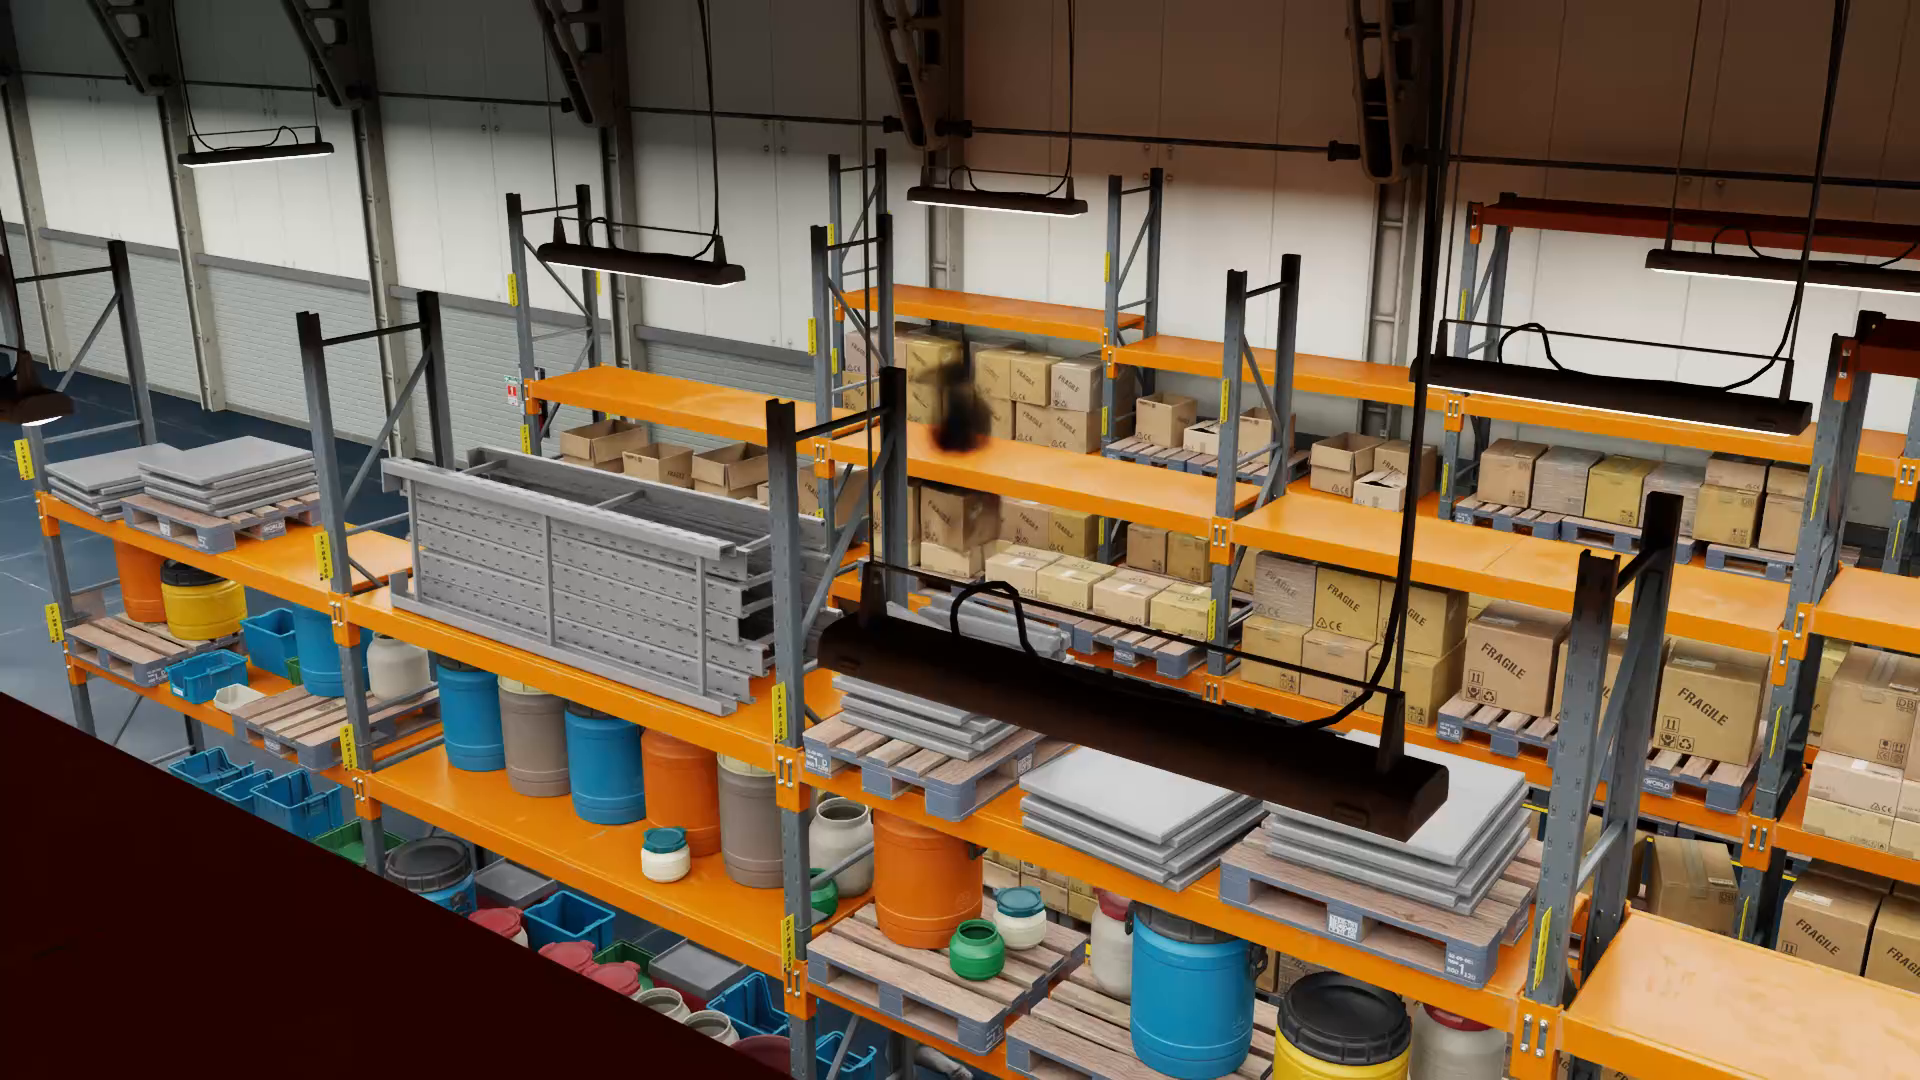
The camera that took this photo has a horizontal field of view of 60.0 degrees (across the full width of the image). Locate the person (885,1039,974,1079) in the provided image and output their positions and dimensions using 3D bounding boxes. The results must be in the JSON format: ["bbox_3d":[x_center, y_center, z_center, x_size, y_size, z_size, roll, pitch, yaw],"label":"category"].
[{"bbox_3d":[-0.242,3.475,12.072,0.643,1.720,0.715,8,20,22],"label":"person"}]

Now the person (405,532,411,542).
[{"bbox_3d":[-6.586,0.557,20.996,0.932,1.551,0.698,-14,23,-36],"label":"person"}]
